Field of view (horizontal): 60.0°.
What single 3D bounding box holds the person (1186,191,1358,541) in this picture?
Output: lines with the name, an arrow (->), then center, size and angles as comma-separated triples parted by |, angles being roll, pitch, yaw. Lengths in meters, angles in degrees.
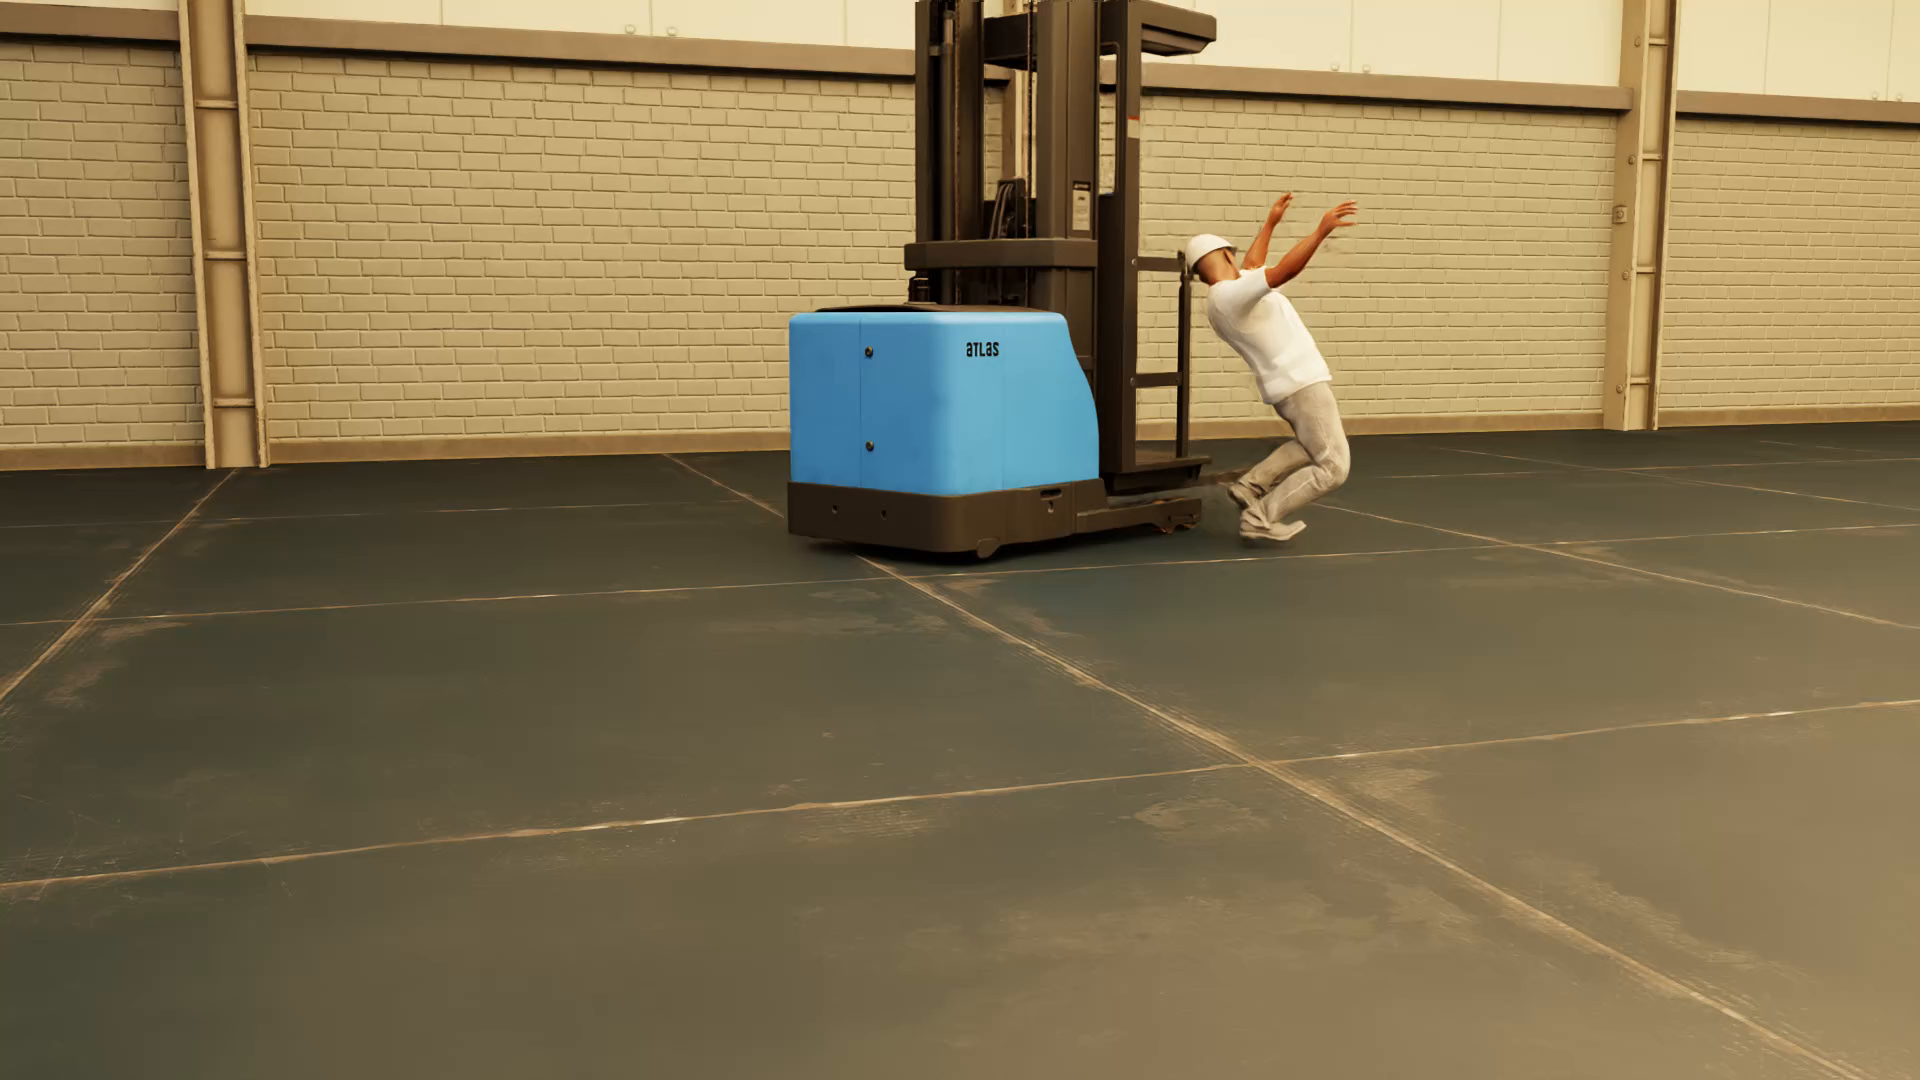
person -> 1.423, -0.803, 7.662 | 0.753, 1.643, 1.028 | 0, 8, 1

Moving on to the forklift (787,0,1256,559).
forklift -> 0.558, -1.522, 8.238 | 1.130, 2.935, 3.031 | 7, 10, 41
